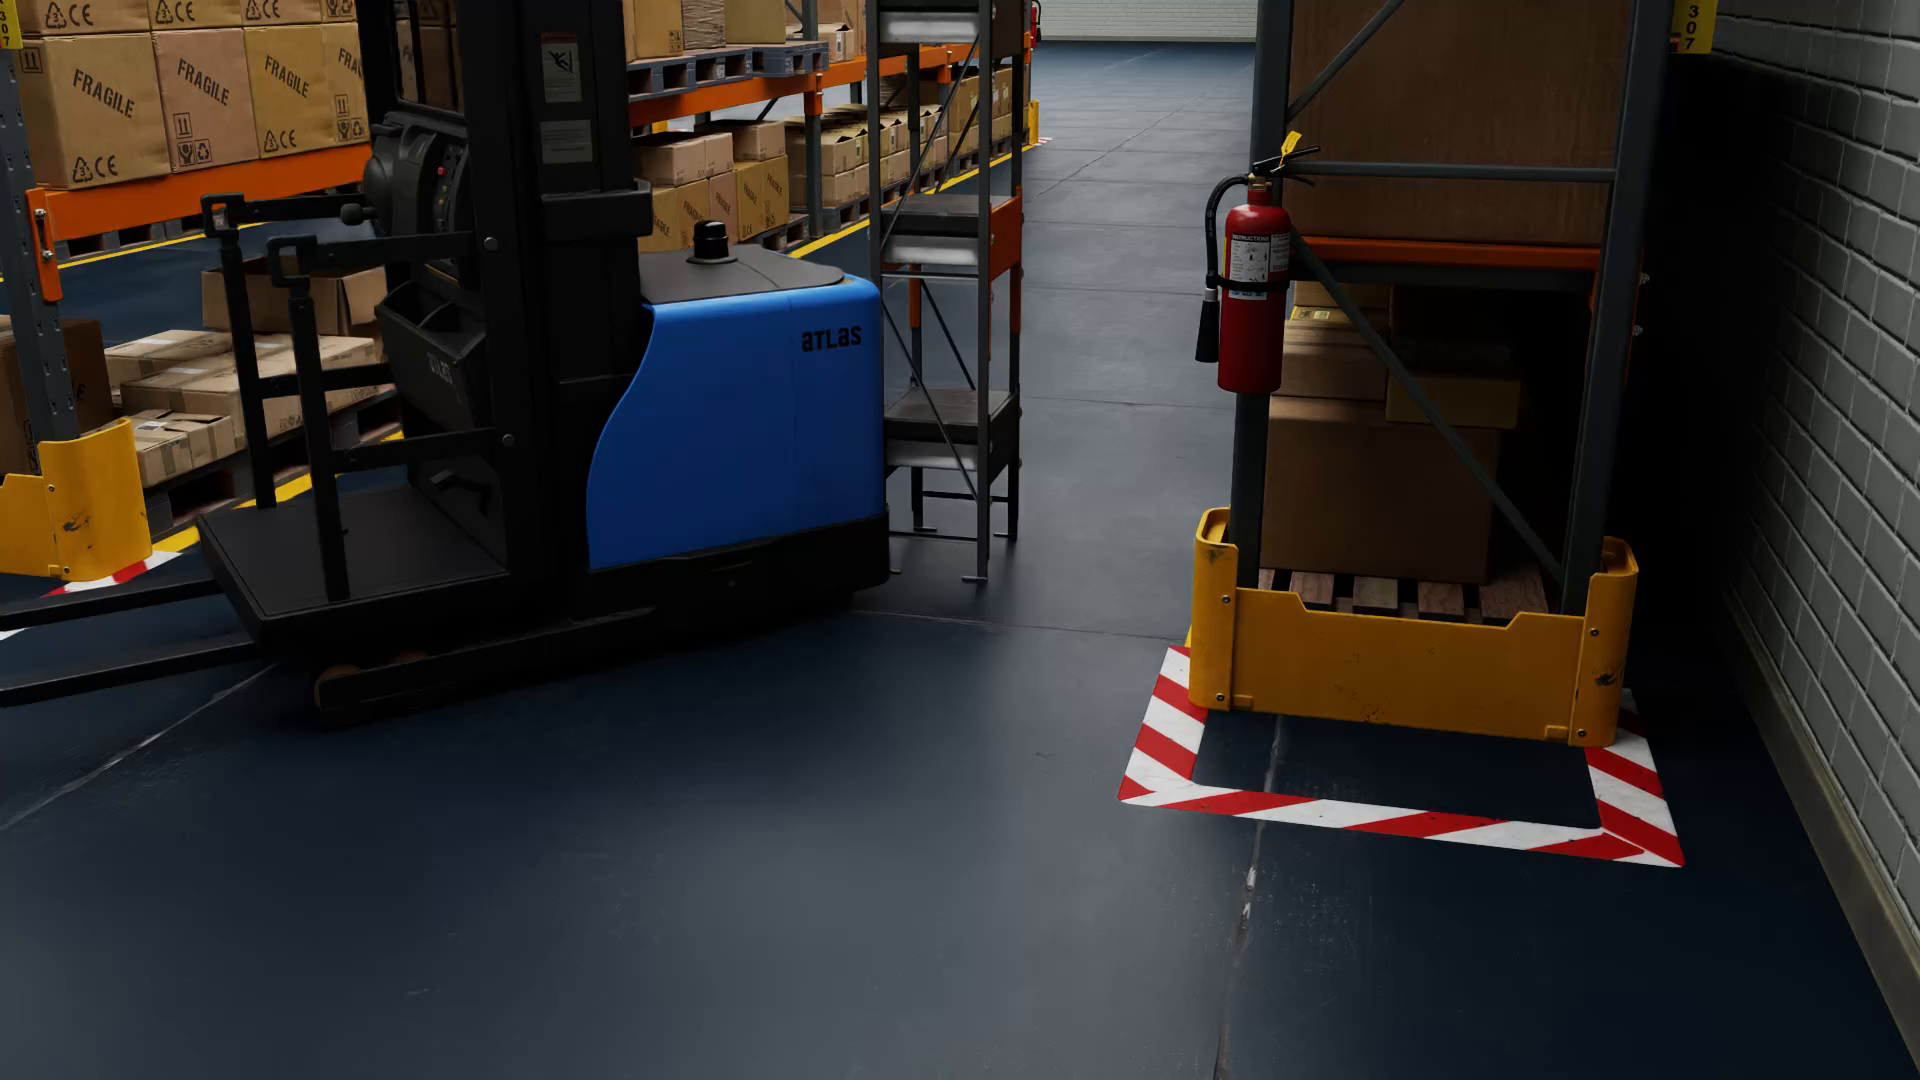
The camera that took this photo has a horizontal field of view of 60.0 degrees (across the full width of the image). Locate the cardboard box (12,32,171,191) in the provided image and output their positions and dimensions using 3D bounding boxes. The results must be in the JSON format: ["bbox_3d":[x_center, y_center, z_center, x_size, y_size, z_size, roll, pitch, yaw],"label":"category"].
[{"bbox_3d":[-3.176,-1.511,5.815,0.500,0.500,0.500,5,20,15],"label":"cardboard box"}]

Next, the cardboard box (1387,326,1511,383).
[{"bbox_3d":[1.624,-0.609,5.544,0.380,0.149,0.250,5,19,14],"label":"cardboard box"}]

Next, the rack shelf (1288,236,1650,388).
[{"bbox_3d":[1.753,-1.242,6.295,1.077,0.370,4.000,5,19,13],"label":"rack shelf"}]

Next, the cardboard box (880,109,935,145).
[{"bbox_3d":[-0.550,-3.956,15.866,0.500,0.311,0.500,5,20,15],"label":"cardboard box"}]

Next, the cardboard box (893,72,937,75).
[{"bbox_3d":[-0.455,-4.834,18.144,0.500,0.500,0.500,5,19,13],"label":"cardboard box"}]

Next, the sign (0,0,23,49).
[{"bbox_3d":[-3.014,-1.712,5.220,0.100,0.325,0.005,5,19,13],"label":"sign"}]

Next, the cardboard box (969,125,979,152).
[{"bbox_3d":[-0.074,-4.282,17.686,0.500,0.250,0.500,5,19,13],"label":"cardboard box"}]

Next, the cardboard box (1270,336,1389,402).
[{"bbox_3d":[1.193,-0.560,5.400,0.380,0.149,0.250,4,19,13],"label":"cardboard box"}]

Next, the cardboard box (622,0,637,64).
[{"bbox_3d":[-2.230,-2.976,9.455,0.700,0.500,0.500,-2,19,-5],"label":"cardboard box"}]

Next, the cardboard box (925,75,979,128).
[{"bbox_3d":[-0.077,-4.637,17.566,0.500,0.500,0.500,5,19,13],"label":"cardboard box"}]

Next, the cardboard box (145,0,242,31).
[{"bbox_3d":[-3.056,-2.148,6.135,0.500,0.500,0.500,5,19,14],"label":"cardboard box"}]

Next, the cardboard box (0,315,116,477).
[{"bbox_3d":[-3.646,-0.560,6.374,0.500,0.500,0.500,5,19,13],"label":"cardboard box"}]

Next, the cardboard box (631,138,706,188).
[{"bbox_3d":[-1.964,-2.425,10.673,0.500,0.250,0.500,5,19,13],"label":"cardboard box"}]

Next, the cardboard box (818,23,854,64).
[{"bbox_3d":[-1.179,-4.075,13.617,0.500,0.311,0.500,4,19,13],"label":"cardboard box"}]

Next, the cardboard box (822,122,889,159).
[{"bbox_3d":[-0.926,-3.481,14.476,0.500,0.311,0.500,4,19,12],"label":"cardboard box"}]

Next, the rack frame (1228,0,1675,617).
[{"bbox_3d":[1.264,-0.955,4.343,1.000,3.000,0.127,5,19,13],"label":"rack frame"}]

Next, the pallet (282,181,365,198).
[{"bbox_3d":[-6.161,-3.165,15.128,1.003,0.211,1.213,5,19,13],"label":"pallet"}]

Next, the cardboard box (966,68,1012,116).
[{"bbox_3d":[0.296,-5.106,18.941,0.500,0.500,0.500,5,19,13],"label":"cardboard box"}]

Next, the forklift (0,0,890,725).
[{"bbox_3d":[-1.757,-1.063,4.765,3.031,2.935,1.130,-12,22,-30],"label":"forklift"}]

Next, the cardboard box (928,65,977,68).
[{"bbox_3d":[-0.098,-5.305,19.523,0.500,0.500,0.500,5,19,13],"label":"cardboard box"}]

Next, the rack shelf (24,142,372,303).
[{"bbox_3d":[-3.052,-1.632,7.437,1.077,0.370,4.000,5,19,13],"label":"rack shelf"}]

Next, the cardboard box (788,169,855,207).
[{"bbox_3d":[-1.173,-2.891,13.616,0.500,0.250,0.500,5,19,13],"label":"cardboard box"}]

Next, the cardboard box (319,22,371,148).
[{"bbox_3d":[-2.806,-1.986,7.208,0.500,0.500,0.500,5,19,14],"label":"cardboard box"}]

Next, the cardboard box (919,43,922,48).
[{"bbox_3d":[-0.686,-4.878,16.059,0.500,0.250,0.500,6,20,17],"label":"cardboard box"}]

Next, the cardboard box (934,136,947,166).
[{"bbox_3d":[-0.429,-3.851,16.426,0.500,0.250,0.500,4,19,13],"label":"cardboard box"}]

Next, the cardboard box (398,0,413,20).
[{"bbox_3d":[-2.681,-2.622,7.521,0.500,0.500,0.500,5,19,14],"label":"cardboard box"}]

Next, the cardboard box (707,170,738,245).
[{"bbox_3d":[-1.836,-2.239,11.289,0.500,0.500,0.500,4,19,11],"label":"cardboard box"}]

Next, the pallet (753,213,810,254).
[{"bbox_3d":[-1.805,-2.302,12.601,1.003,0.211,1.213,5,19,13],"label":"pallet"}]

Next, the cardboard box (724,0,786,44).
[{"bbox_3d":[-1.630,-3.892,12.138,0.700,0.500,0.500,-2,19,-5],"label":"cardboard box"}]

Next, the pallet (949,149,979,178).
[{"bbox_3d":[-0.374,-4.033,17.668,1.003,0.211,1.213,5,19,13],"label":"pallet"}]

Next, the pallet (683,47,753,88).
[{"bbox_3d":[-2.056,-3.152,11.072,1.003,0.211,1.213,5,19,13],"label":"pallet"}]

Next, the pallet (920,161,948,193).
[{"bbox_3d":[-0.751,-3.553,16.262,1.003,0.211,1.213,5,19,13],"label":"pallet"}]

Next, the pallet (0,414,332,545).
[{"bbox_3d":[-3.328,-0.299,6.737,1.003,0.211,1.213,5,19,13],"label":"pallet"}]

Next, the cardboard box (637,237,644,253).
[{"bbox_3d":[-2.209,-1.757,9.876,0.500,0.500,0.500,4,19,11],"label":"cardboard box"}]

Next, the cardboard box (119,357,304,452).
[{"bbox_3d":[-3.010,-0.557,6.751,0.500,0.250,0.500,5,19,13],"label":"cardboard box"}]

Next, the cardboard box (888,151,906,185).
[{"bbox_3d":[-0.804,-3.373,15.026,0.500,0.250,0.500,5,20,14],"label":"cardboard box"}]

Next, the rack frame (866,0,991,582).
[{"bbox_3d":[-0.100,-0.865,5.472,0.400,2.100,0.015,5,19,13],"label":"rack frame"}]

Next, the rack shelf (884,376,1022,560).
[{"bbox_3d":[-0.040,-0.266,5.927,0.431,0.518,0.480,5,19,13],"label":"rack shelf"}]

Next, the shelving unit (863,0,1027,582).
[{"bbox_3d":[-0.040,-0.942,5.696,0.431,2.100,0.503,5,19,13],"label":"shelving unit"}]

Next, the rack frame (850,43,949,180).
[{"bbox_3d":[-0.608,-5.106,16.497,1.000,3.000,0.127,5,19,13],"label":"rack frame"}]

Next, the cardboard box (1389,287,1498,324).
[{"bbox_3d":[1.810,-0.848,6.243,0.380,0.149,0.250,5,19,14],"label":"cardboard box"}]

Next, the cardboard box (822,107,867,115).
[{"bbox_3d":[-1.078,-4.003,16.003,0.500,0.311,0.500,4,19,13],"label":"cardboard box"}]

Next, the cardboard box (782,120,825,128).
[{"bbox_3d":[-1.450,-3.521,14.591,0.500,0.311,0.500,5,19,13],"label":"cardboard box"}]

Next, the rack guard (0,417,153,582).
[{"bbox_3d":[-3.522,-0.186,5.959,1.175,0.500,0.348,5,19,13],"label":"rack guard"}]

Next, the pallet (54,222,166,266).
[{"bbox_3d":[-6.840,-2.294,12.577,1.003,0.211,1.213,5,19,13],"label":"pallet"}]
